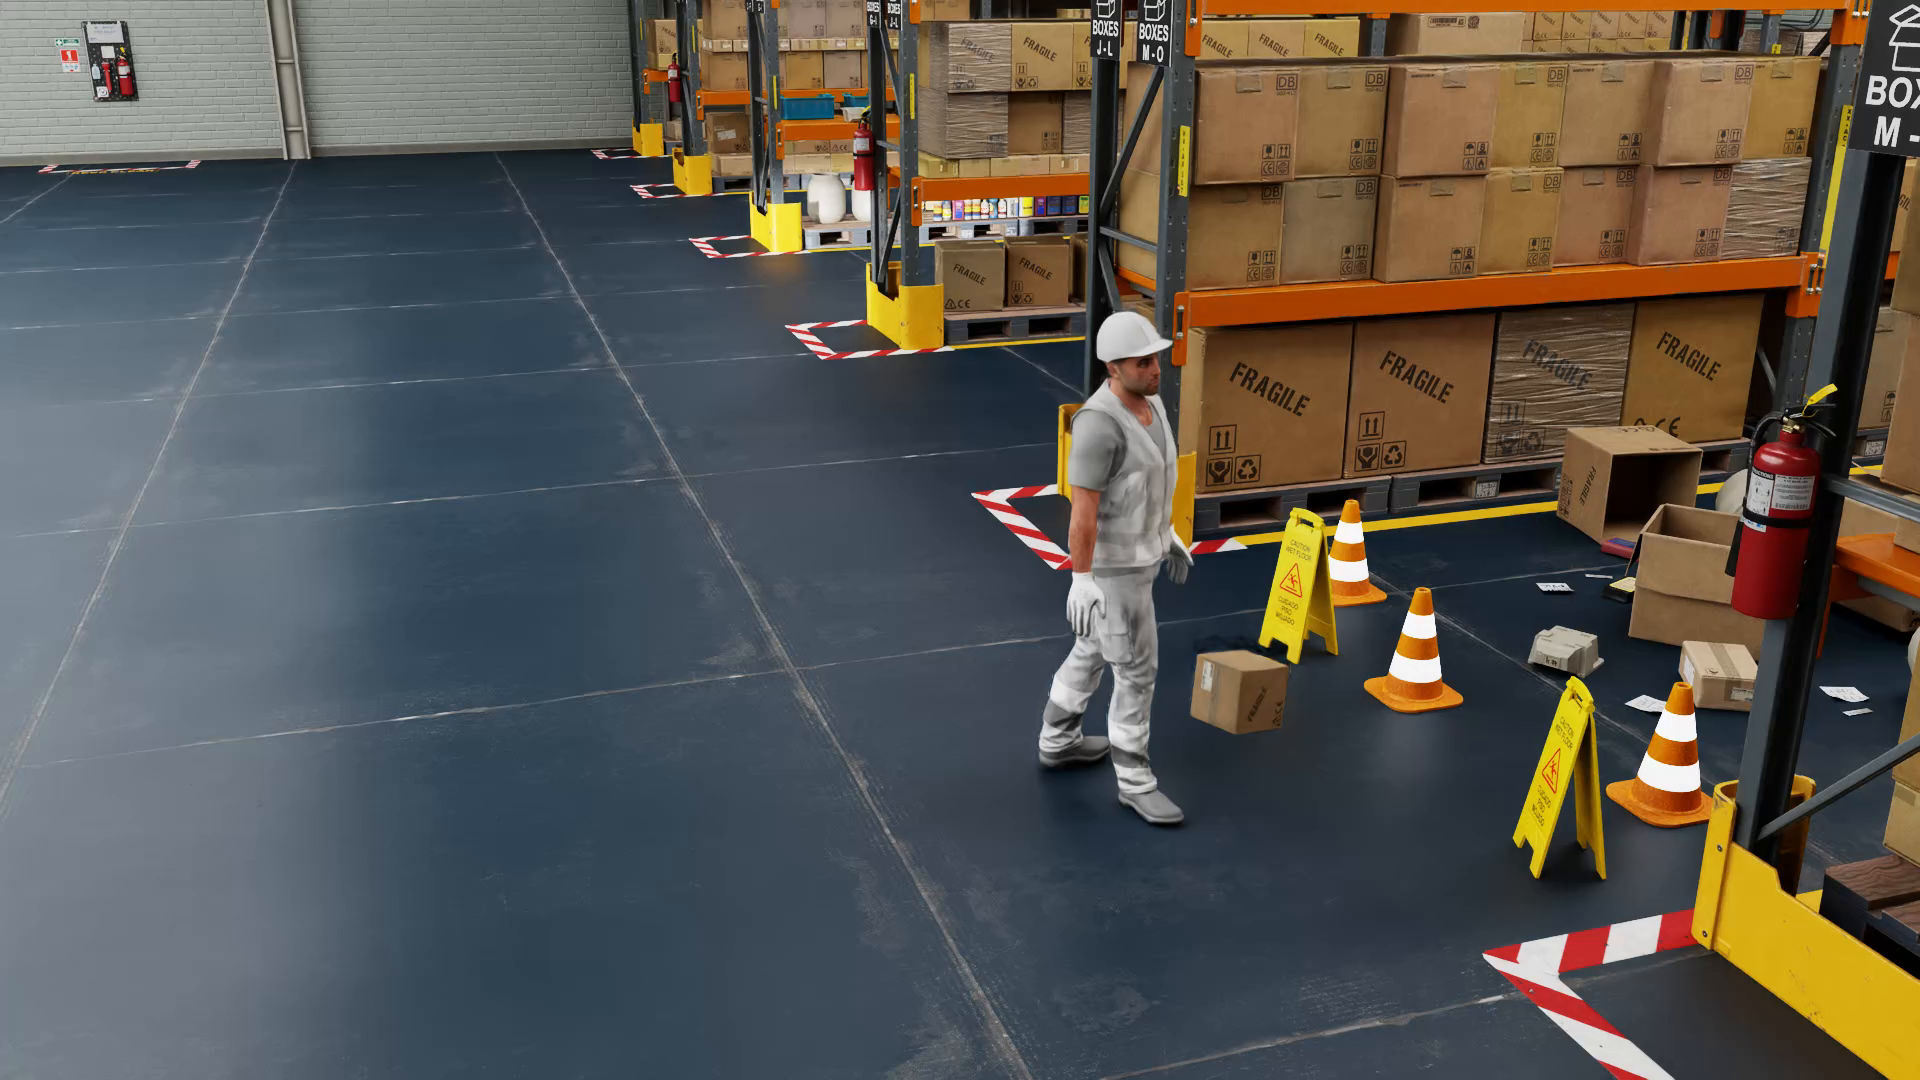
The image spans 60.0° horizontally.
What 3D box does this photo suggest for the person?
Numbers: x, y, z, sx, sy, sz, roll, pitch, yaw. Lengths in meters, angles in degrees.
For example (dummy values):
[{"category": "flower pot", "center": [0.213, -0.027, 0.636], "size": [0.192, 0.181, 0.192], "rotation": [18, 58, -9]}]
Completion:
[{"category": "person", "center": [0.548, 0.086, 5.783], "size": [0.643, 1.784, 0.647], "rotation": [9, 21, 24]}]
